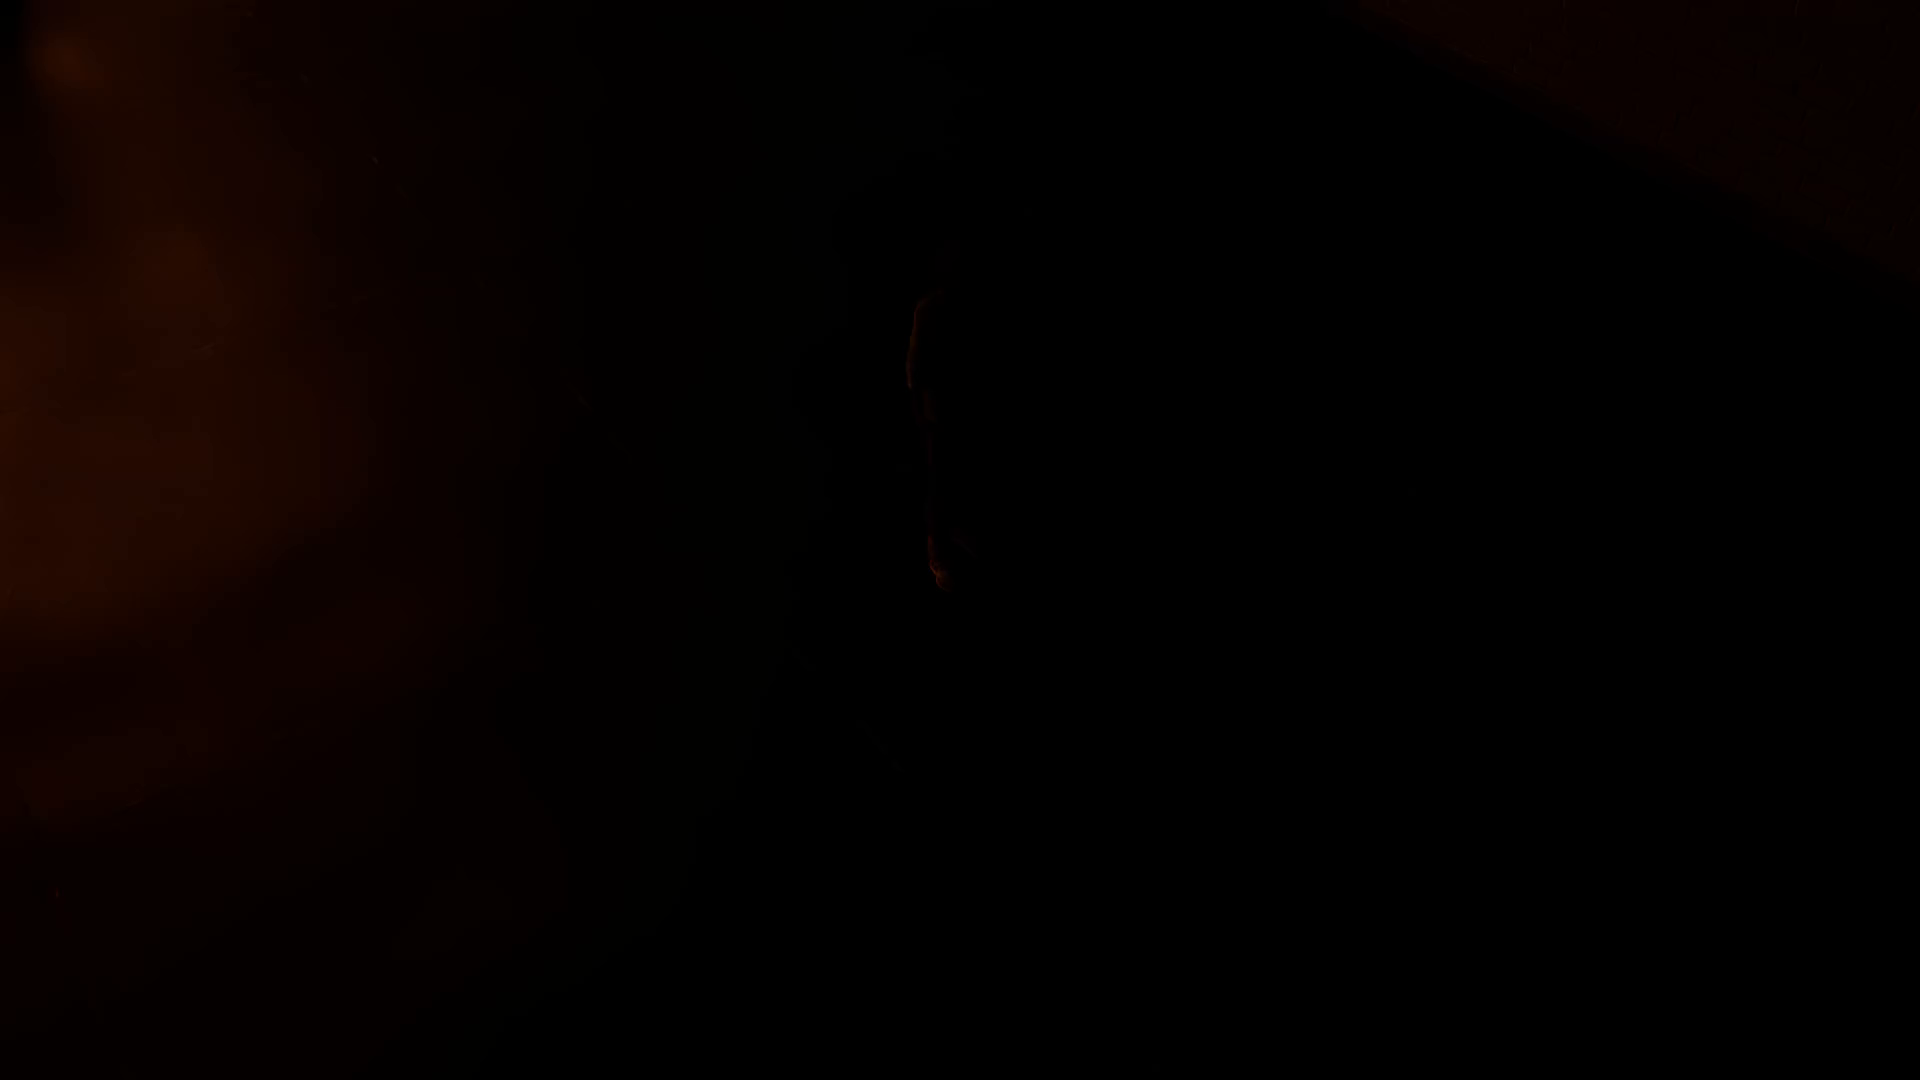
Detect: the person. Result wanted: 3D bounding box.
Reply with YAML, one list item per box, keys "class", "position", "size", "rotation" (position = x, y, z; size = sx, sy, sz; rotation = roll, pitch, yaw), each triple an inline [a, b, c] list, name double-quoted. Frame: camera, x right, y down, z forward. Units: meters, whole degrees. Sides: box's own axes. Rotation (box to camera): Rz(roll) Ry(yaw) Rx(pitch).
- class: "person"
  position: [0.031, -0.546, 7.282]
  size: [0.521, 1.597, 0.474]
  rotation: [-25, 48, -25]
